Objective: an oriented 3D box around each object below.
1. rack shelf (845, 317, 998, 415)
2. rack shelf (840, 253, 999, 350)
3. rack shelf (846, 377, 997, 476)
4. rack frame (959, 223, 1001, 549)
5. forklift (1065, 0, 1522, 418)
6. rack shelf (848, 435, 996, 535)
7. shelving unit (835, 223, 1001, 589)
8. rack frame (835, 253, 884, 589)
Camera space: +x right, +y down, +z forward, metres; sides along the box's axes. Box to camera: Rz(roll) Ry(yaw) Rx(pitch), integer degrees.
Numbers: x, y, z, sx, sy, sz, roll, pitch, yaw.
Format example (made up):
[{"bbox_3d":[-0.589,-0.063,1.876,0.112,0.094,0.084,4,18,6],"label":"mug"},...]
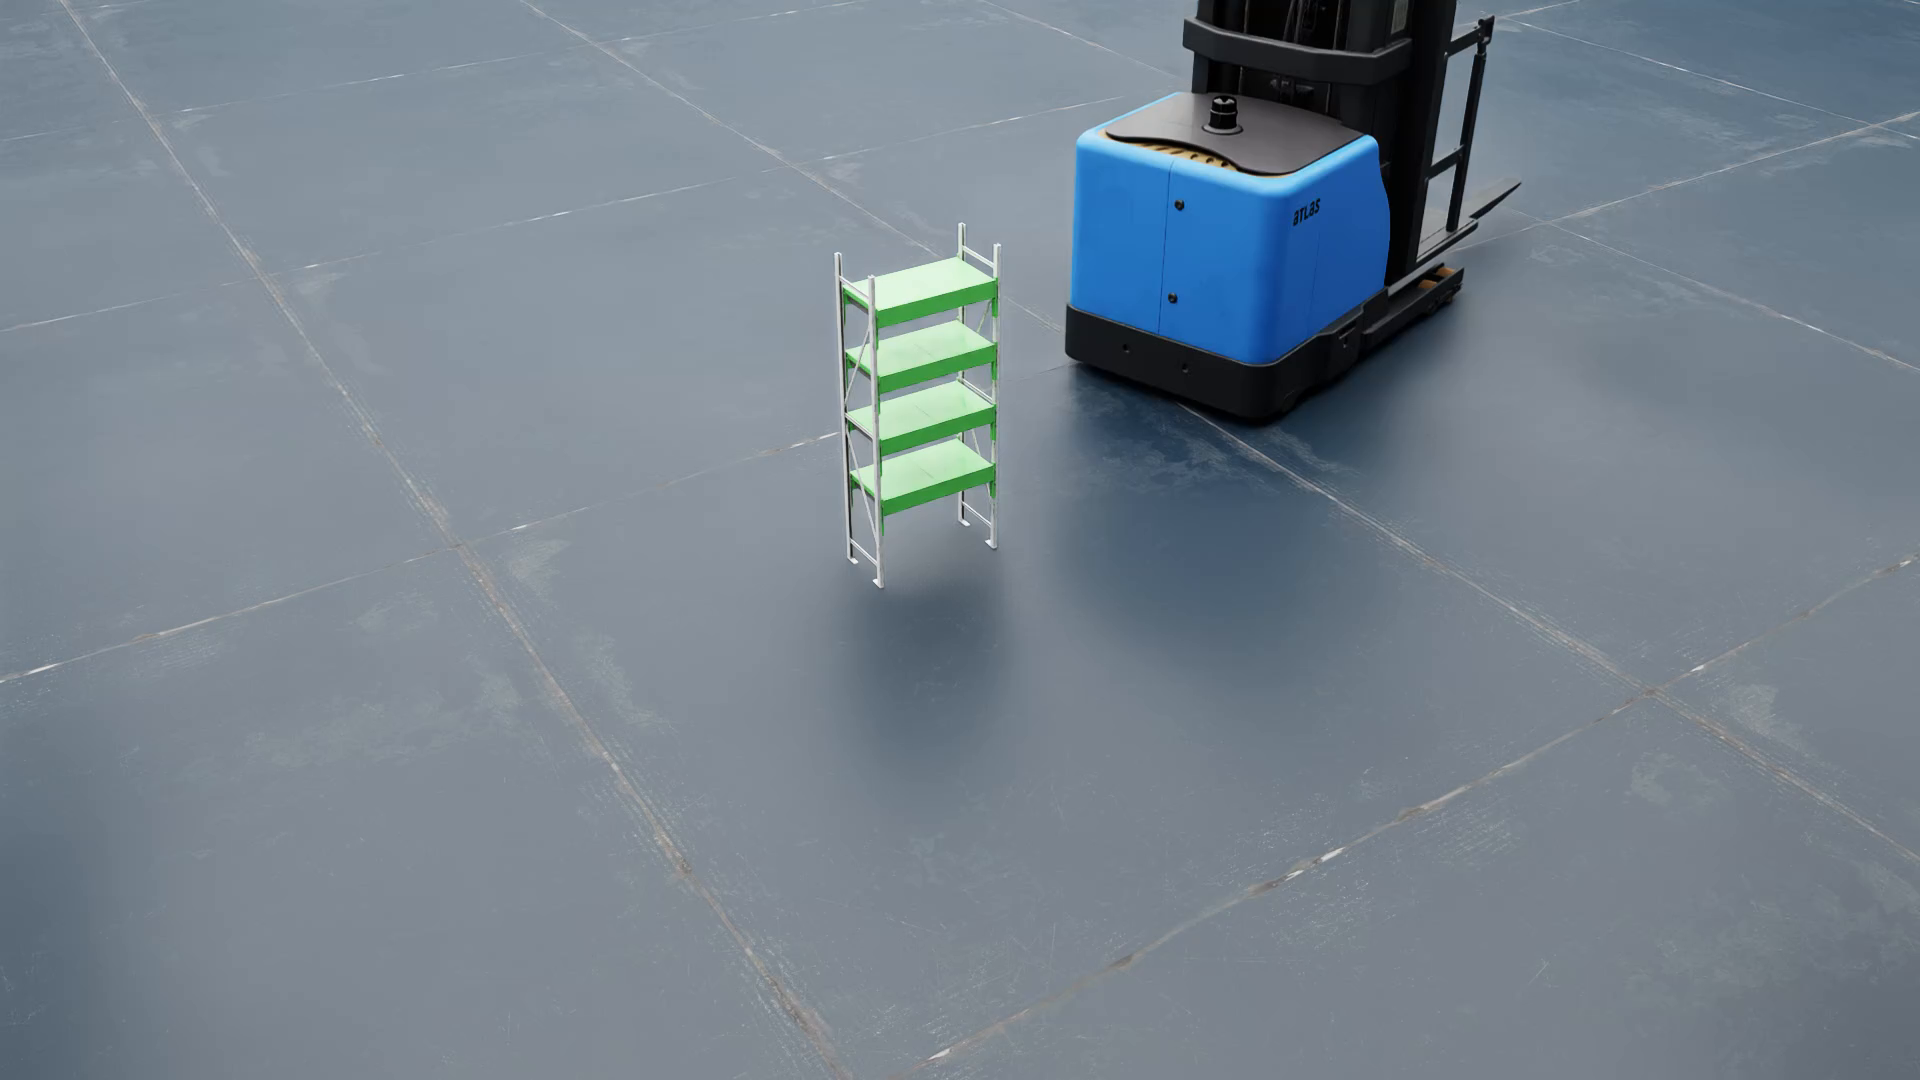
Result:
[{"bbox_3d":[-0.139,-0.609,5.760,0.480,0.148,0.258,-19,37,-27],"label":"rack shelf"},{"bbox_3d":[-0.139,-0.812,5.632,0.480,0.148,0.258,-19,37,-27],"label":"rack shelf"},{"bbox_3d":[-0.139,-0.406,5.888,0.480,0.148,0.258,-19,37,-27],"label":"rack shelf"},{"bbox_3d":[0.066,-0.530,5.966,0.015,1.200,0.240,-19,37,-27],"label":"rack frame"},{"bbox_3d":[1.789,-2.467,7.413,1.130,2.935,3.031,23,39,32],"label":"forklift"},{"bbox_3d":[-0.139,-0.203,6.016,0.480,0.148,0.258,-19,37,-27],"label":"rack shelf"},{"bbox_3d":[-0.139,-0.460,5.854,0.503,1.200,0.258,-19,37,-27],"label":"shelving unit"},{"bbox_3d":[-0.344,-0.389,5.742,0.015,1.200,0.240,-19,37,-27],"label":"rack frame"}]
